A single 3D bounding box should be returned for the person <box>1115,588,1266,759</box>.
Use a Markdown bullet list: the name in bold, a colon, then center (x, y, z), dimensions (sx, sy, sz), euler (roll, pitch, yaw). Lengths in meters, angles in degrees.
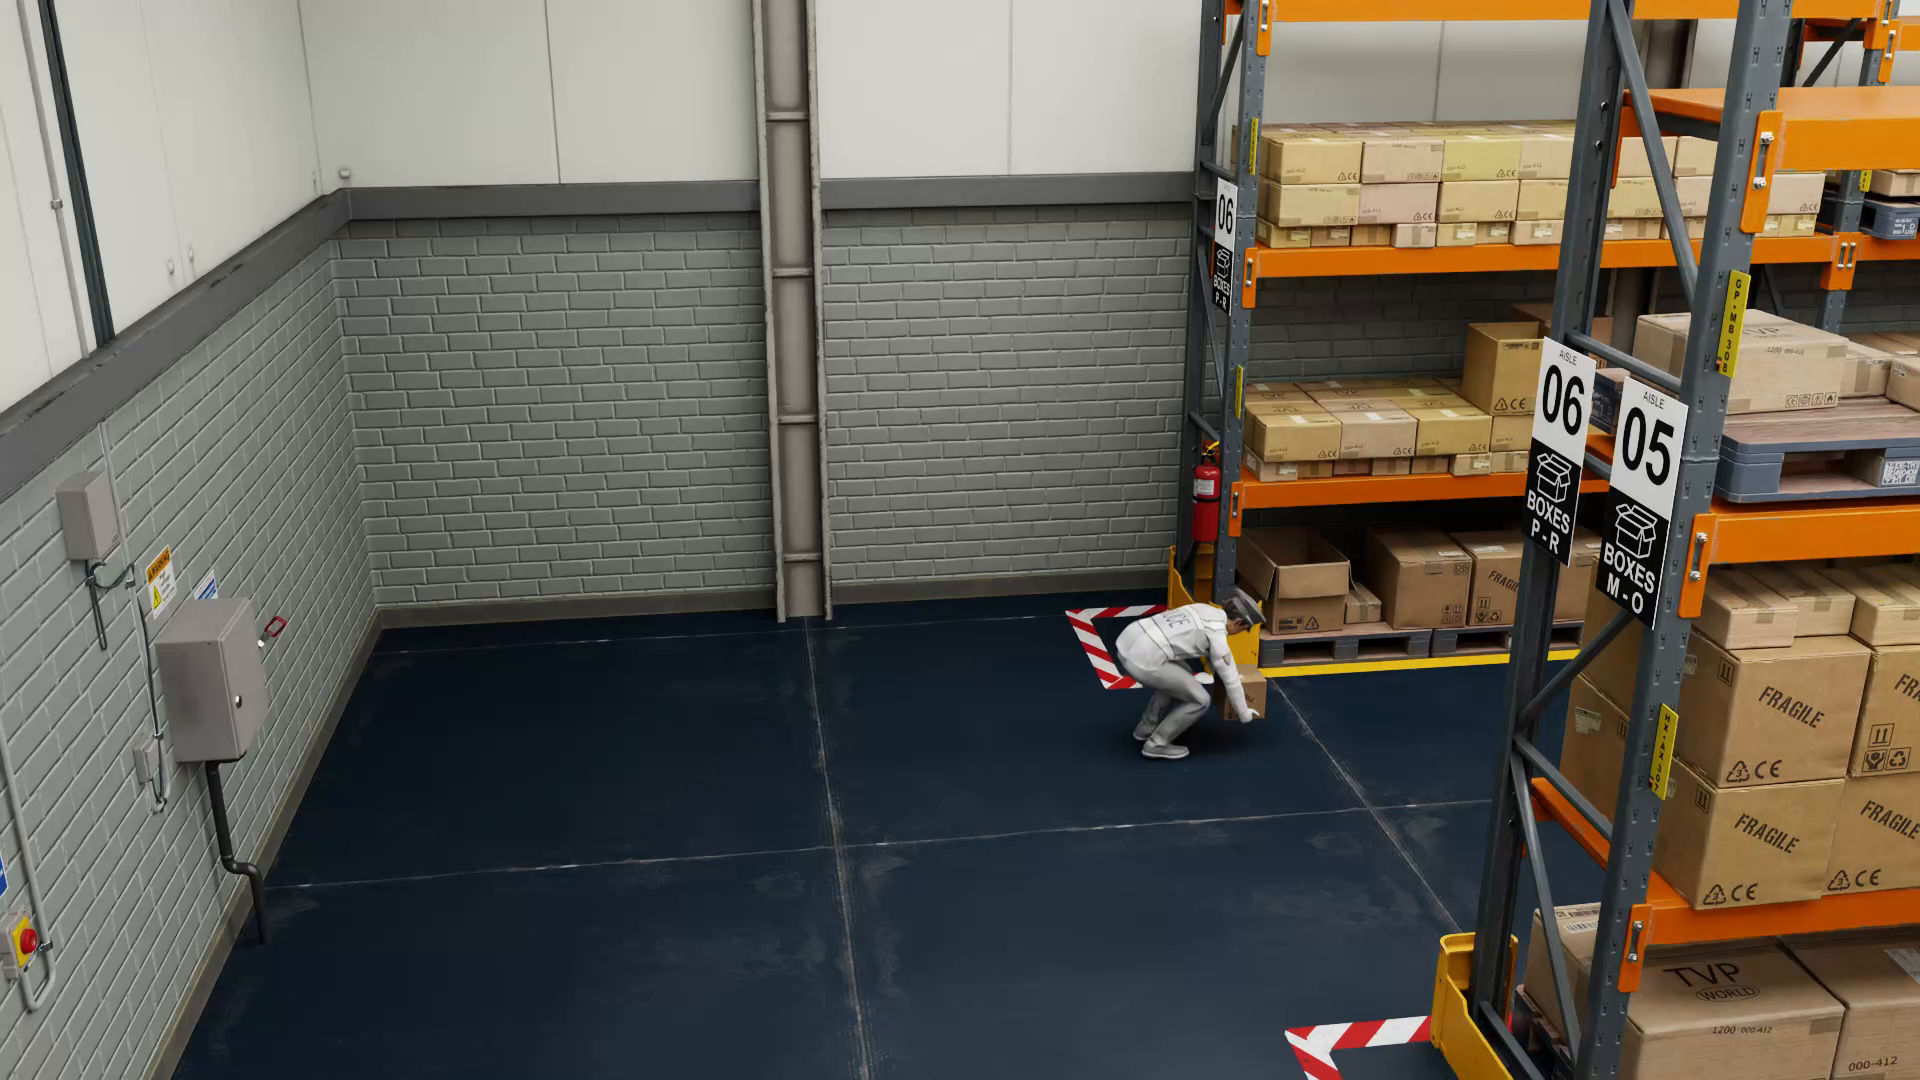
- **person**: center (13.381, -0.270, 5.704), dimensions (23.207, 5.874, 11.919), euler (-4, 20, -10)
